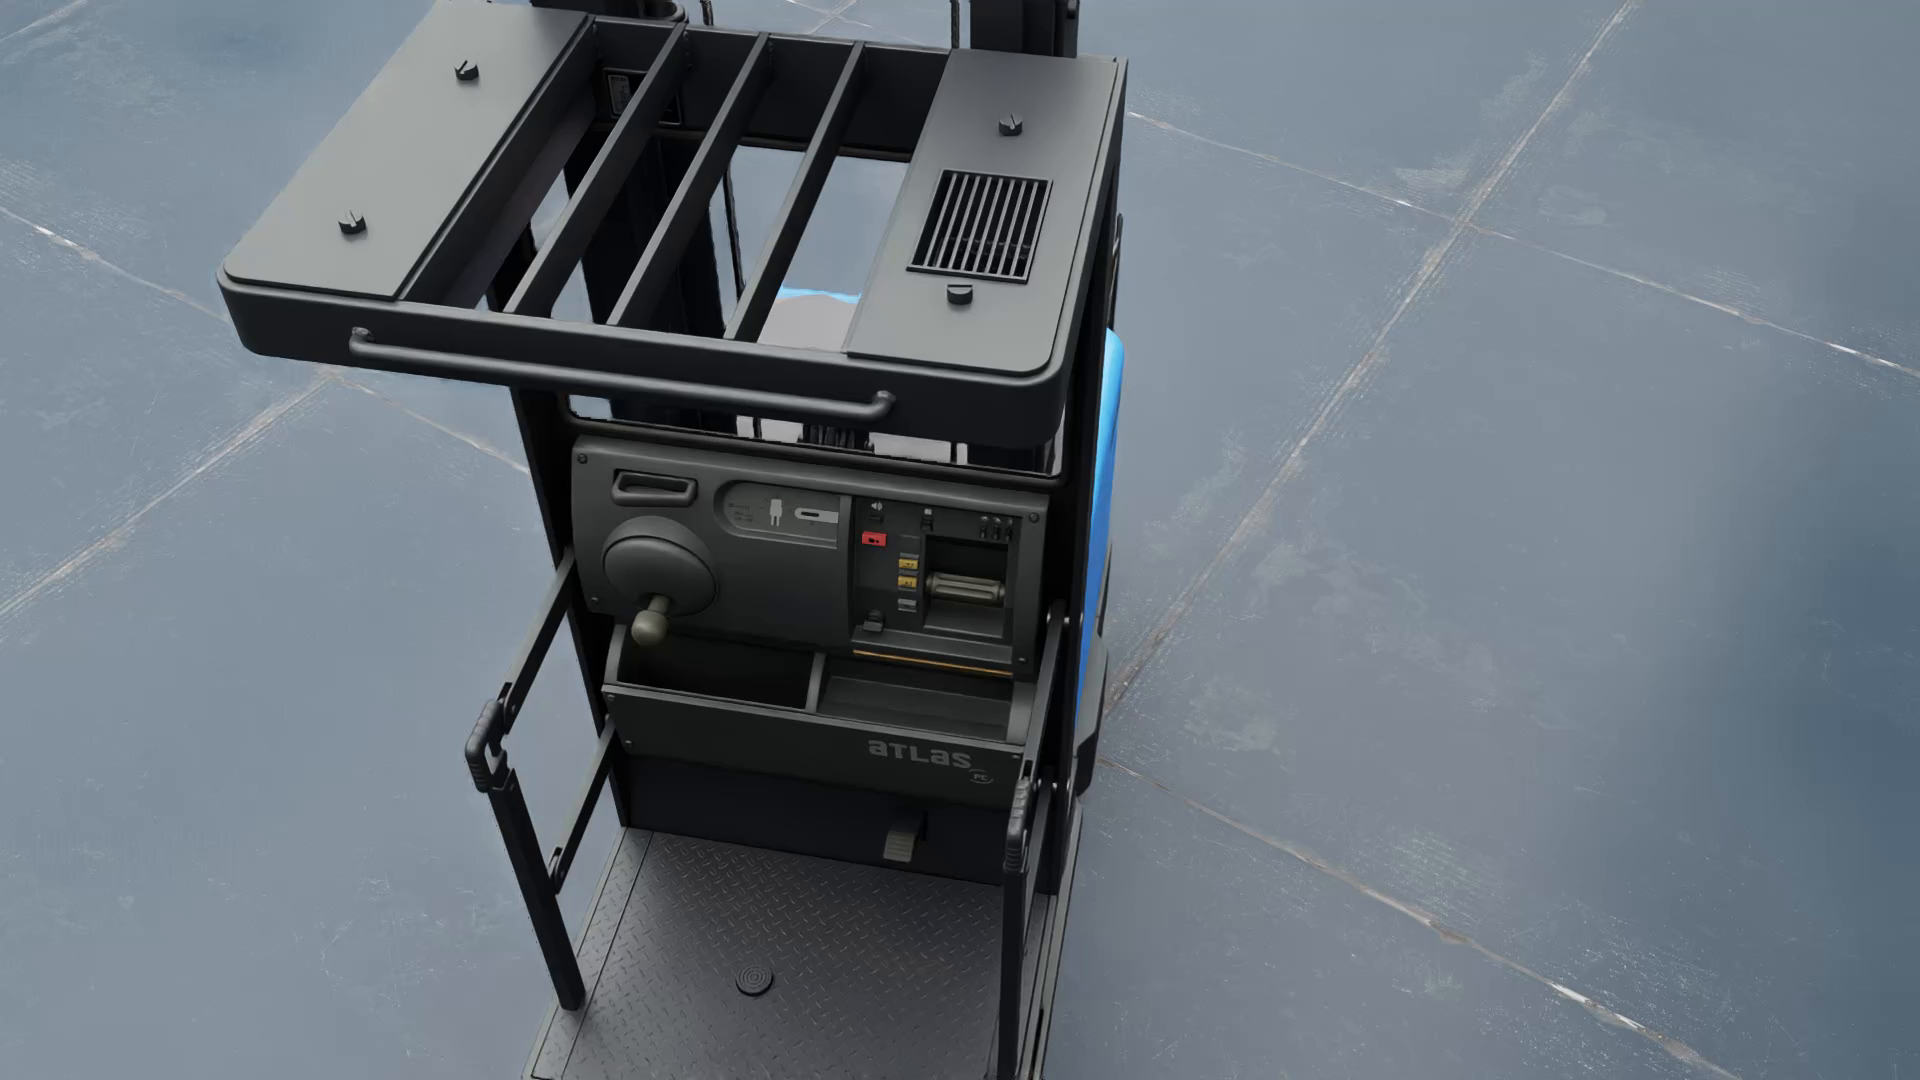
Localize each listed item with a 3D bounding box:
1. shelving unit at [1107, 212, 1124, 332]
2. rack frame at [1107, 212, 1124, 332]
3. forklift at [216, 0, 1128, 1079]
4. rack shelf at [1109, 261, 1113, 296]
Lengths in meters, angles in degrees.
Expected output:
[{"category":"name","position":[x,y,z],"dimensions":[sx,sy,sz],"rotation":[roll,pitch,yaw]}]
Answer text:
[{"category":"shelving unit","position":[0.161,-0.418,4.819],"dimensions":[0.503,1.200,0.258],"rotation":[11,47,11]},{"category":"rack frame","position":[0.396,-0.370,4.773],"dimensions":[0.015,1.200,0.240],"rotation":[11,47,11]},{"category":"forklift","position":[-0.336,0.141,3.069],"dimensions":[1.130,2.935,3.031],"rotation":[8,46,7]},{"category":"rack shelf","position":[0.161,-0.692,4.537],"dimensions":[0.480,0.148,0.258],"rotation":[11,47,11]}]
